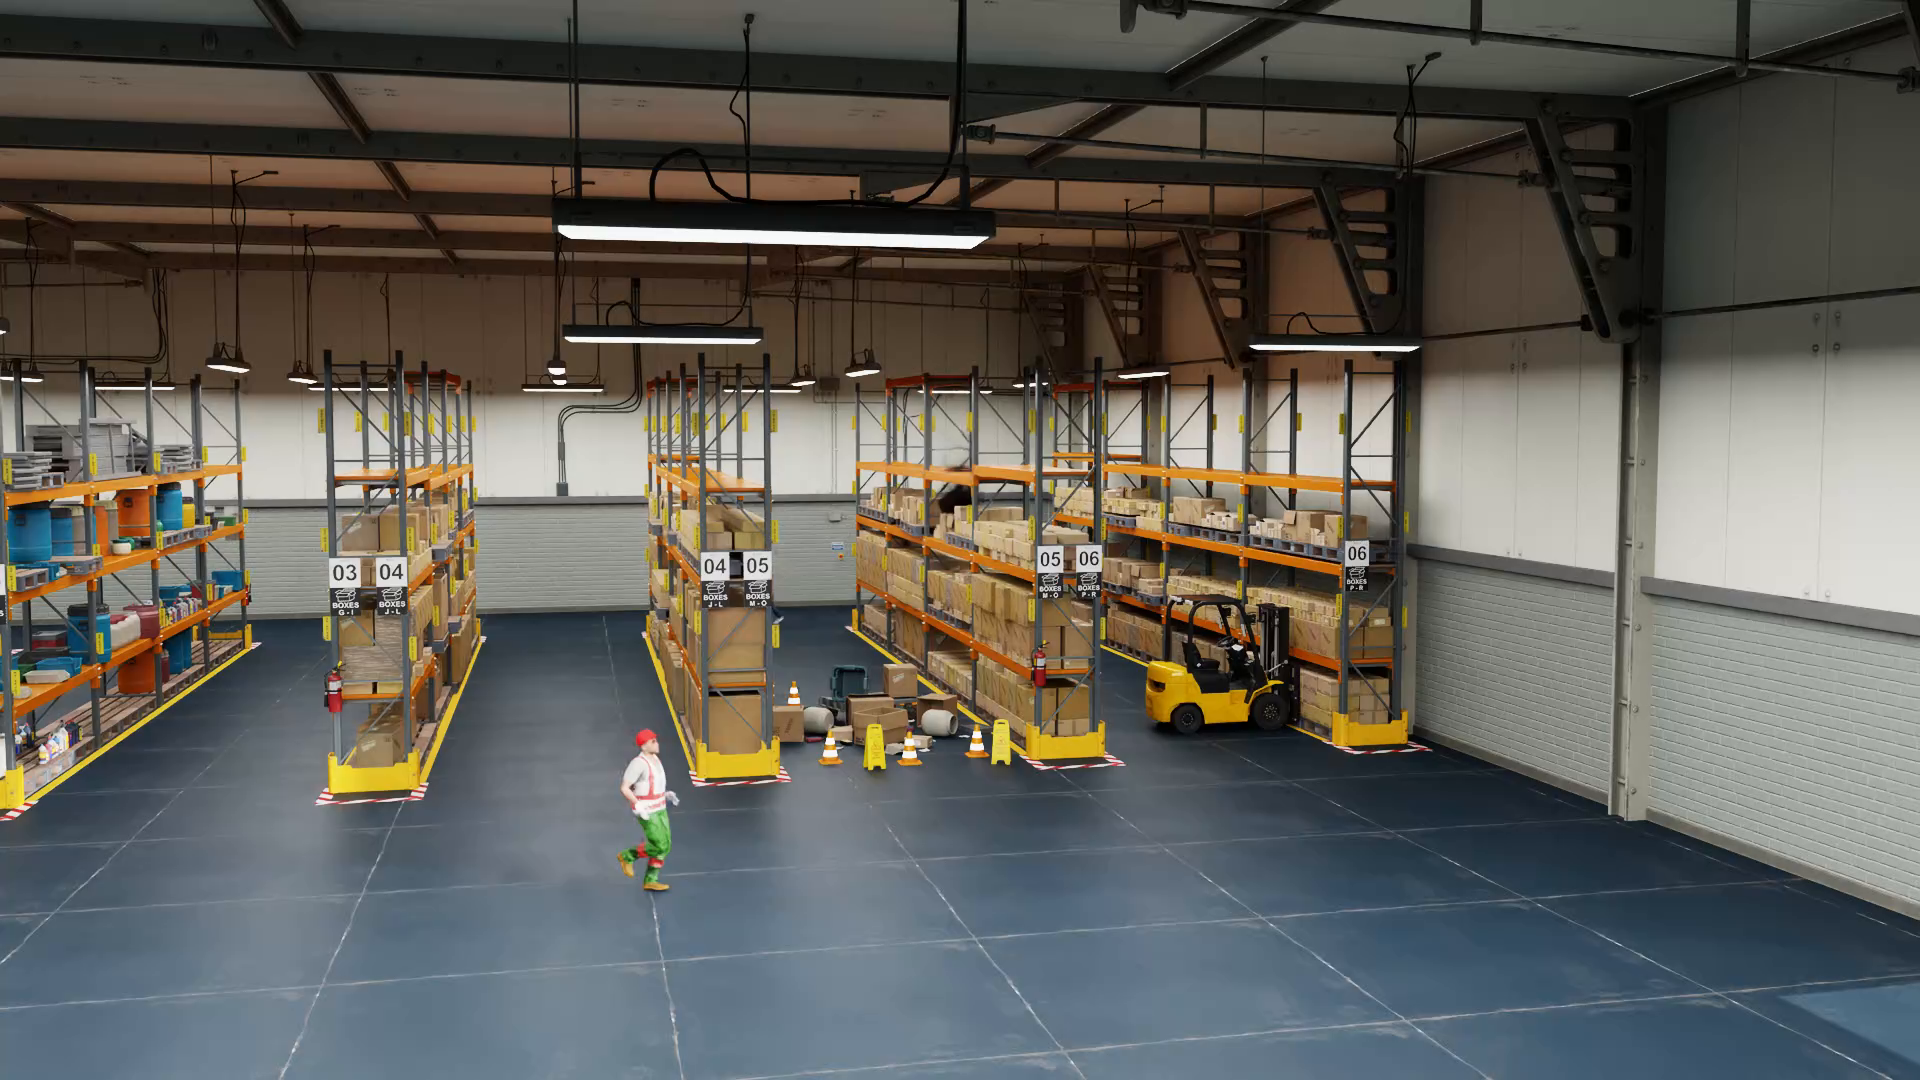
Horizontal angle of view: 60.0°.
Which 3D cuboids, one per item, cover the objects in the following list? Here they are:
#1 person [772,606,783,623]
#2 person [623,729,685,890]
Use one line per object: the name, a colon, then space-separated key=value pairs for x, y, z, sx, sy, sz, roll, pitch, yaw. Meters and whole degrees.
person: x=-4.871 y=1.362 z=41.088 sx=0.973 sy=1.592 sz=0.540 roll=-1 pitch=4 yaw=-16
person: x=-3.281 y=2.898 z=17.838 sx=0.596 sy=1.737 sz=0.659 roll=1 pitch=4 yaw=17
